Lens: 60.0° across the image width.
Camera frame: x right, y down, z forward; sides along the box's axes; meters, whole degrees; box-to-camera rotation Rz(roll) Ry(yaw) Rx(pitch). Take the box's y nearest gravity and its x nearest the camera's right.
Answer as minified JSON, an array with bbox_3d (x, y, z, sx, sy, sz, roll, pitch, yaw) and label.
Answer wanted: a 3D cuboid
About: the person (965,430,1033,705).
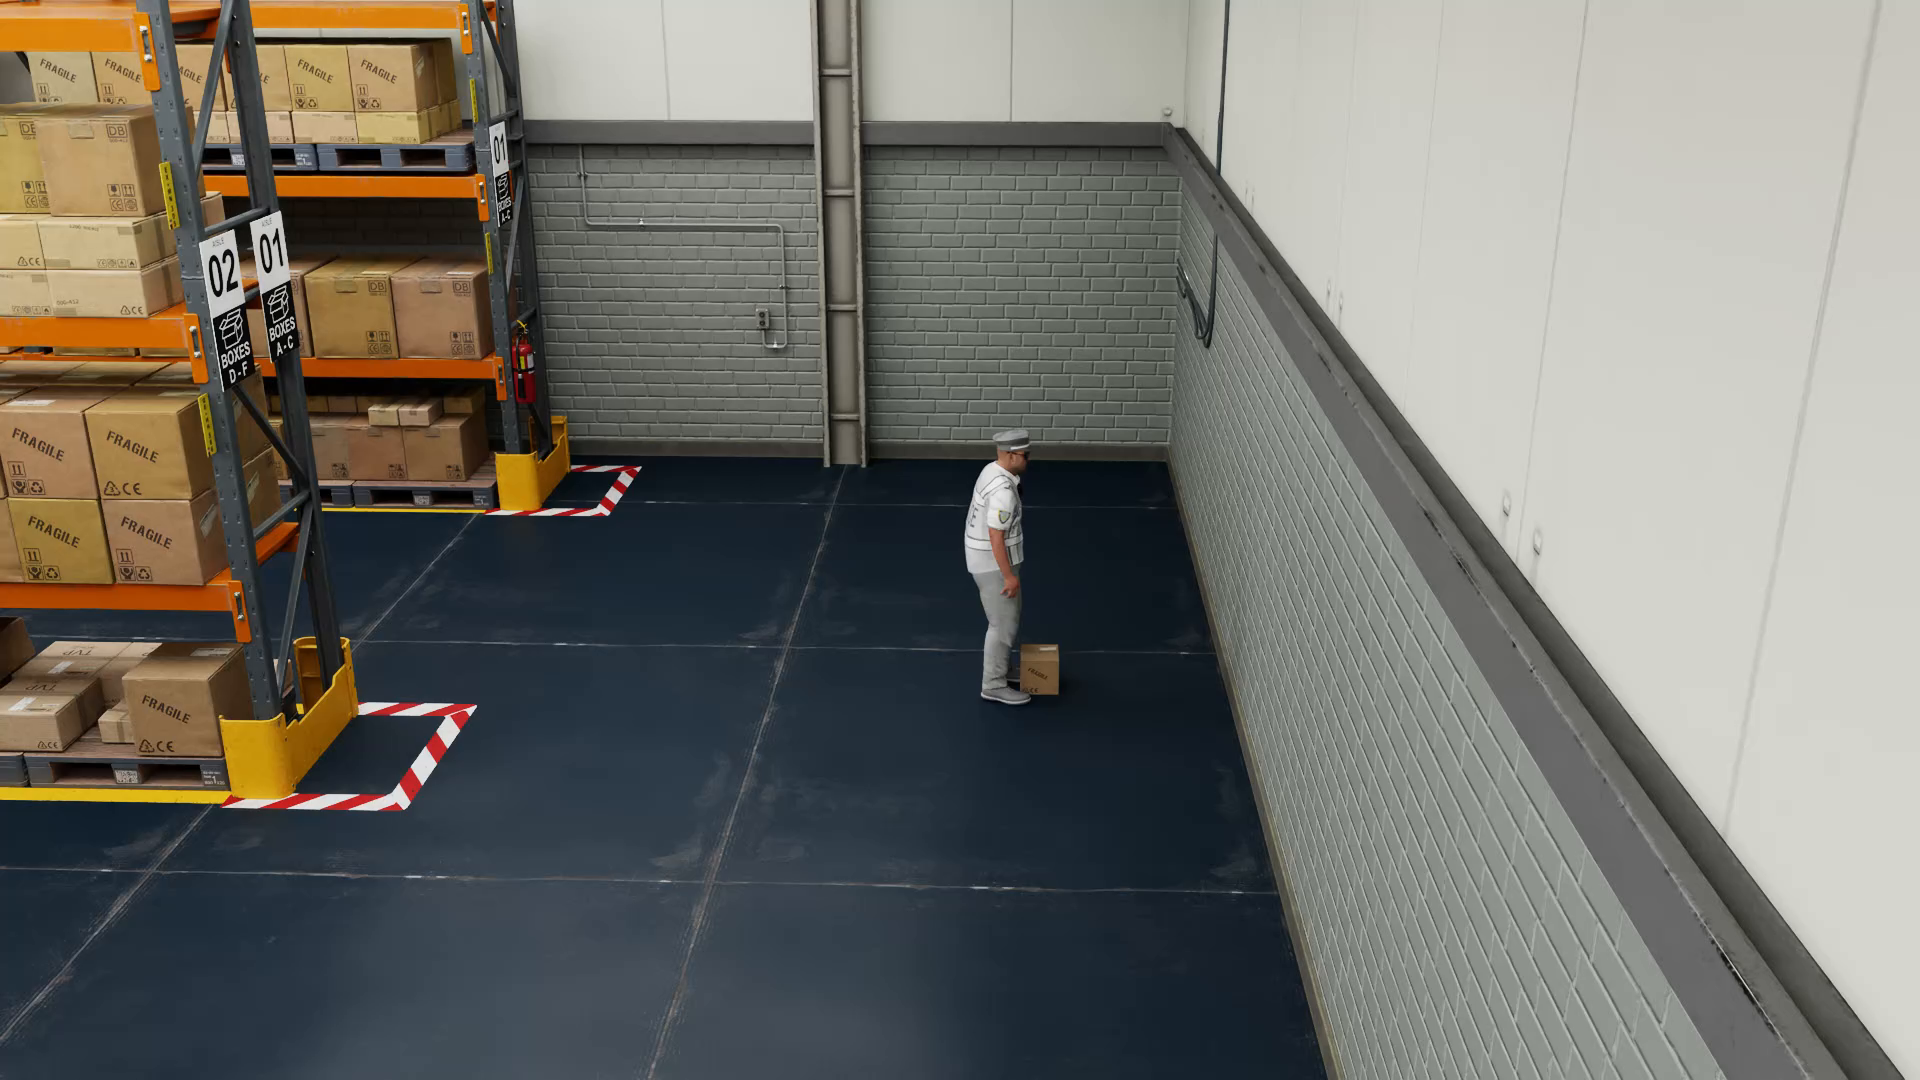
[{"bbox_3d":[0.269,0.146,10.679,0.469,1.749,0.602,0,21,0],"label":"person"}]
